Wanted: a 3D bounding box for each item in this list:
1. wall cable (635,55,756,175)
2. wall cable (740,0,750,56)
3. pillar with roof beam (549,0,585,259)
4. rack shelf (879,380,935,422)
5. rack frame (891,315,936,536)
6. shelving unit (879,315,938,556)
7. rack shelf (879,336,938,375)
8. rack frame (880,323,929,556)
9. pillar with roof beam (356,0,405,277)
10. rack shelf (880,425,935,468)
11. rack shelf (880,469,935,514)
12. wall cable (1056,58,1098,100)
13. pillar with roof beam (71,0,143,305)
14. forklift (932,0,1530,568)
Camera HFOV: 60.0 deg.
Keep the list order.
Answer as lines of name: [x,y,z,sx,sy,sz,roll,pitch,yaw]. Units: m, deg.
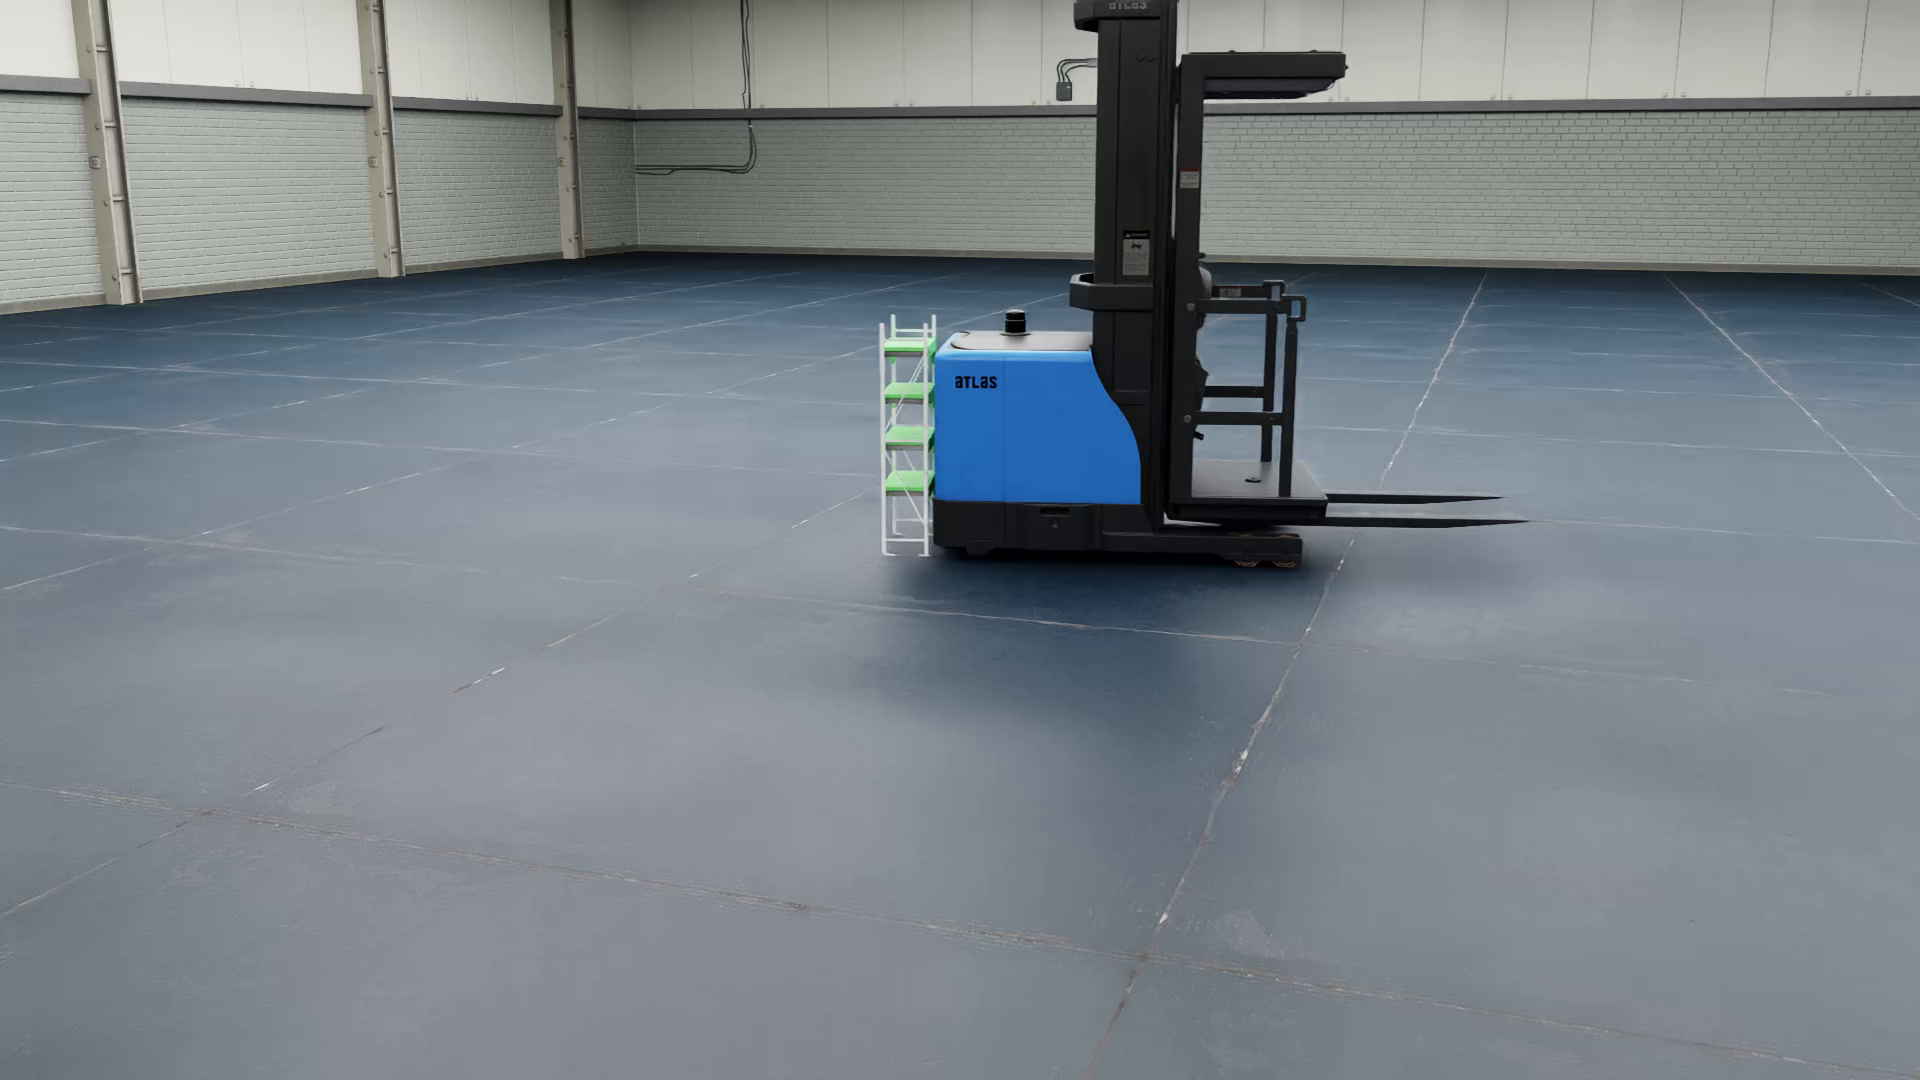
wall cable: [-5.919,-9.325,36.600,3.097,2.526,0.112,4,14,18]
wall cable: [-3.359,-11.593,35.185,3.097,2.526,0.112,4,14,18]
pillar with roof beam: [-4.050,-10.004,32.596,9.100,9.000,0.400,4,14,18]
rack shelf: [-0.265,-0.730,8.697,0.258,0.148,0.480,1,13,4]
rack frame: [-0.246,-0.612,8.973,0.240,1.200,0.015,1,13,4]
shelving unit: [-0.265,-0.558,8.736,0.258,1.200,0.503,1,13,4]
rack shelf: [-0.265,-0.964,8.643,0.258,0.148,0.480,1,13,4]
rack frame: [-0.283,-0.504,8.499,0.240,1.200,0.015,1,13,4]
pillar with roof beam: [-5.991,-8.741,27.061,9.100,9.000,0.400,4,14,18]
rack shelf: [-0.265,-0.496,8.750,0.258,0.148,0.480,1,13,4]
rack shelf: [-0.265,-0.262,8.804,0.258,0.148,0.480,1,13,4]
wall cable: [3.059,-11.810,32.867,2.305,6.003,0.169,4,14,18]
pillar with roof beam: [-7.932,-7.478,21.526,9.100,9.000,0.400,4,14,18]
forklift: [1.404,-1.411,8.585,3.031,2.935,1.130,1,13,5]
